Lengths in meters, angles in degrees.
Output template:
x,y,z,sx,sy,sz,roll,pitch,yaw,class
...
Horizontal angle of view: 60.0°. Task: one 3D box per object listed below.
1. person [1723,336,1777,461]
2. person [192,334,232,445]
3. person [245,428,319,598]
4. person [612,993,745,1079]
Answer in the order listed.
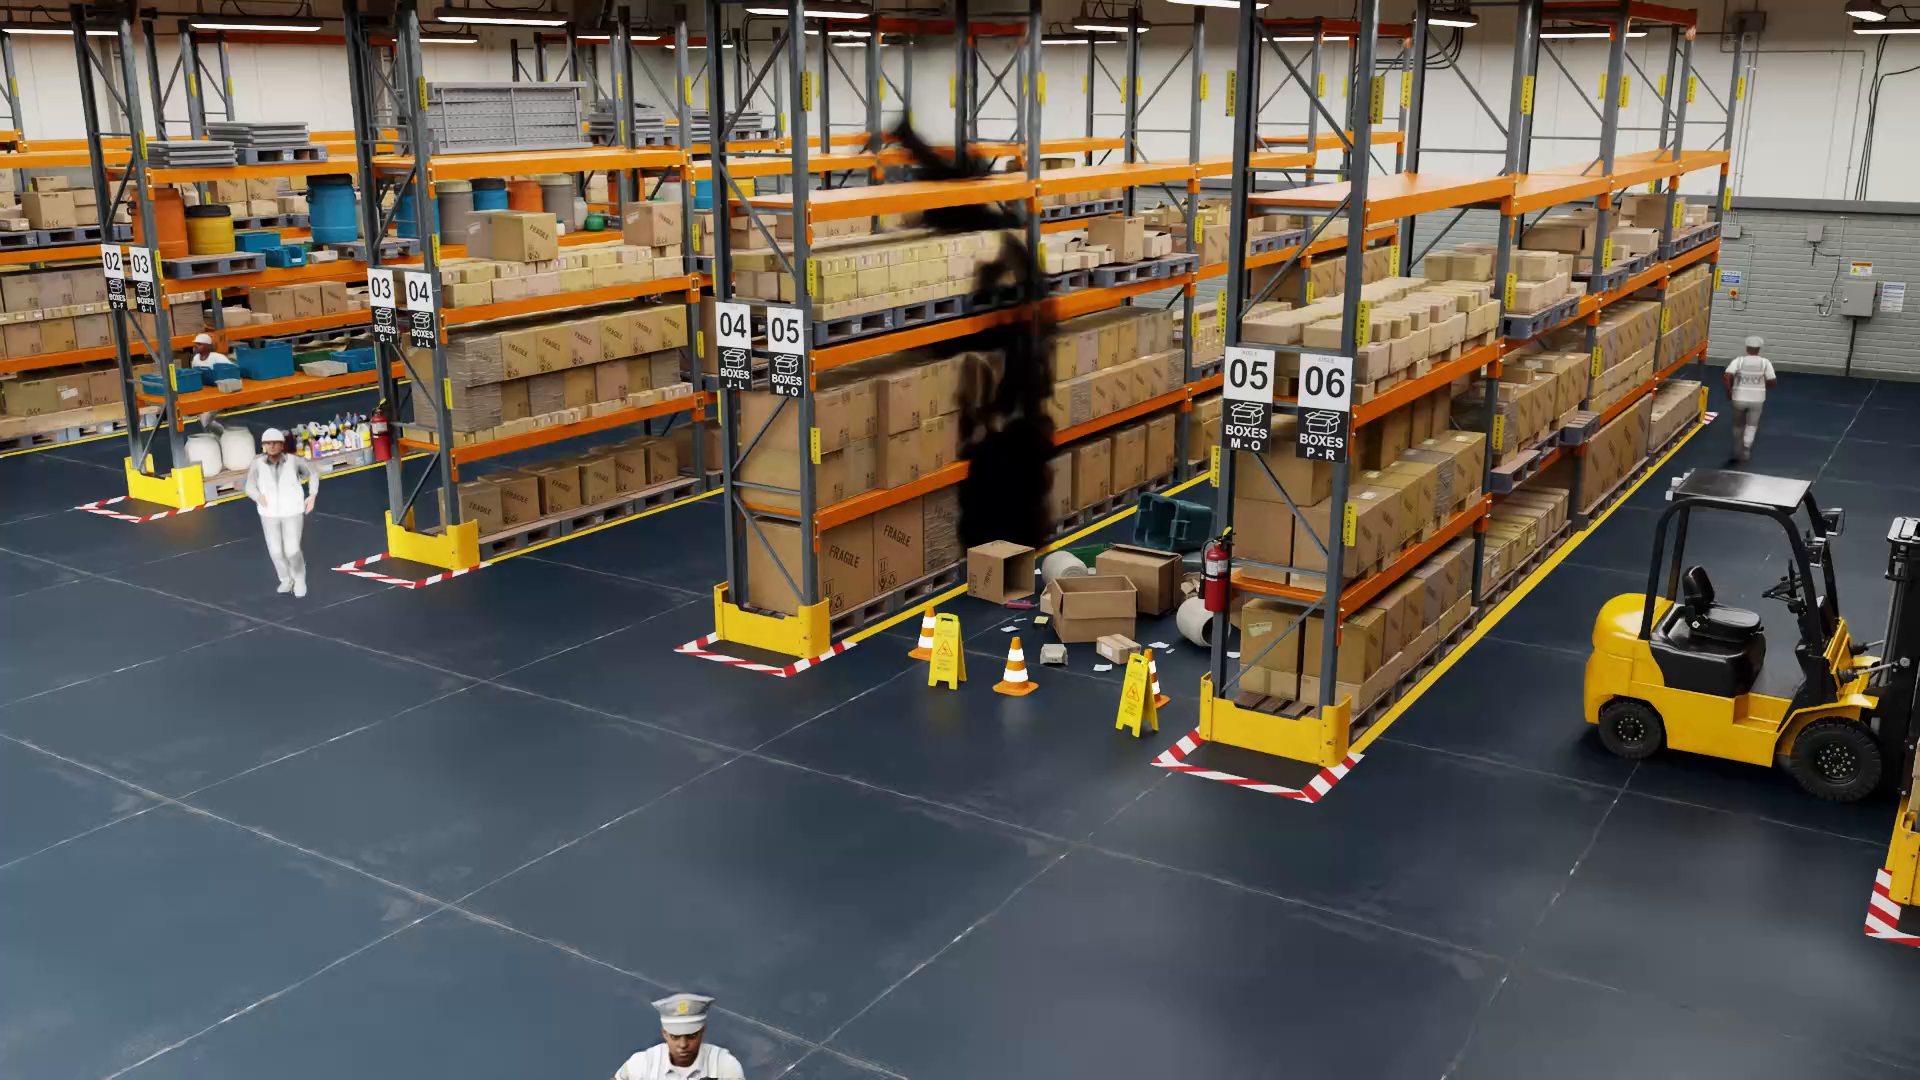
x,y,z,sx,sy,sz,roll,pitch,yaw,class
10.794,-1.905,22.801,0.662,1.774,0.933,8,17,26,person
-10.491,-2.008,23.179,0.700,1.725,0.571,8,18,27,person
-6.874,-0.252,16.898,0.683,1.793,0.688,-3,16,-12,person
-1.110,2.609,6.718,0.537,1.742,0.725,-4,16,-14,person
